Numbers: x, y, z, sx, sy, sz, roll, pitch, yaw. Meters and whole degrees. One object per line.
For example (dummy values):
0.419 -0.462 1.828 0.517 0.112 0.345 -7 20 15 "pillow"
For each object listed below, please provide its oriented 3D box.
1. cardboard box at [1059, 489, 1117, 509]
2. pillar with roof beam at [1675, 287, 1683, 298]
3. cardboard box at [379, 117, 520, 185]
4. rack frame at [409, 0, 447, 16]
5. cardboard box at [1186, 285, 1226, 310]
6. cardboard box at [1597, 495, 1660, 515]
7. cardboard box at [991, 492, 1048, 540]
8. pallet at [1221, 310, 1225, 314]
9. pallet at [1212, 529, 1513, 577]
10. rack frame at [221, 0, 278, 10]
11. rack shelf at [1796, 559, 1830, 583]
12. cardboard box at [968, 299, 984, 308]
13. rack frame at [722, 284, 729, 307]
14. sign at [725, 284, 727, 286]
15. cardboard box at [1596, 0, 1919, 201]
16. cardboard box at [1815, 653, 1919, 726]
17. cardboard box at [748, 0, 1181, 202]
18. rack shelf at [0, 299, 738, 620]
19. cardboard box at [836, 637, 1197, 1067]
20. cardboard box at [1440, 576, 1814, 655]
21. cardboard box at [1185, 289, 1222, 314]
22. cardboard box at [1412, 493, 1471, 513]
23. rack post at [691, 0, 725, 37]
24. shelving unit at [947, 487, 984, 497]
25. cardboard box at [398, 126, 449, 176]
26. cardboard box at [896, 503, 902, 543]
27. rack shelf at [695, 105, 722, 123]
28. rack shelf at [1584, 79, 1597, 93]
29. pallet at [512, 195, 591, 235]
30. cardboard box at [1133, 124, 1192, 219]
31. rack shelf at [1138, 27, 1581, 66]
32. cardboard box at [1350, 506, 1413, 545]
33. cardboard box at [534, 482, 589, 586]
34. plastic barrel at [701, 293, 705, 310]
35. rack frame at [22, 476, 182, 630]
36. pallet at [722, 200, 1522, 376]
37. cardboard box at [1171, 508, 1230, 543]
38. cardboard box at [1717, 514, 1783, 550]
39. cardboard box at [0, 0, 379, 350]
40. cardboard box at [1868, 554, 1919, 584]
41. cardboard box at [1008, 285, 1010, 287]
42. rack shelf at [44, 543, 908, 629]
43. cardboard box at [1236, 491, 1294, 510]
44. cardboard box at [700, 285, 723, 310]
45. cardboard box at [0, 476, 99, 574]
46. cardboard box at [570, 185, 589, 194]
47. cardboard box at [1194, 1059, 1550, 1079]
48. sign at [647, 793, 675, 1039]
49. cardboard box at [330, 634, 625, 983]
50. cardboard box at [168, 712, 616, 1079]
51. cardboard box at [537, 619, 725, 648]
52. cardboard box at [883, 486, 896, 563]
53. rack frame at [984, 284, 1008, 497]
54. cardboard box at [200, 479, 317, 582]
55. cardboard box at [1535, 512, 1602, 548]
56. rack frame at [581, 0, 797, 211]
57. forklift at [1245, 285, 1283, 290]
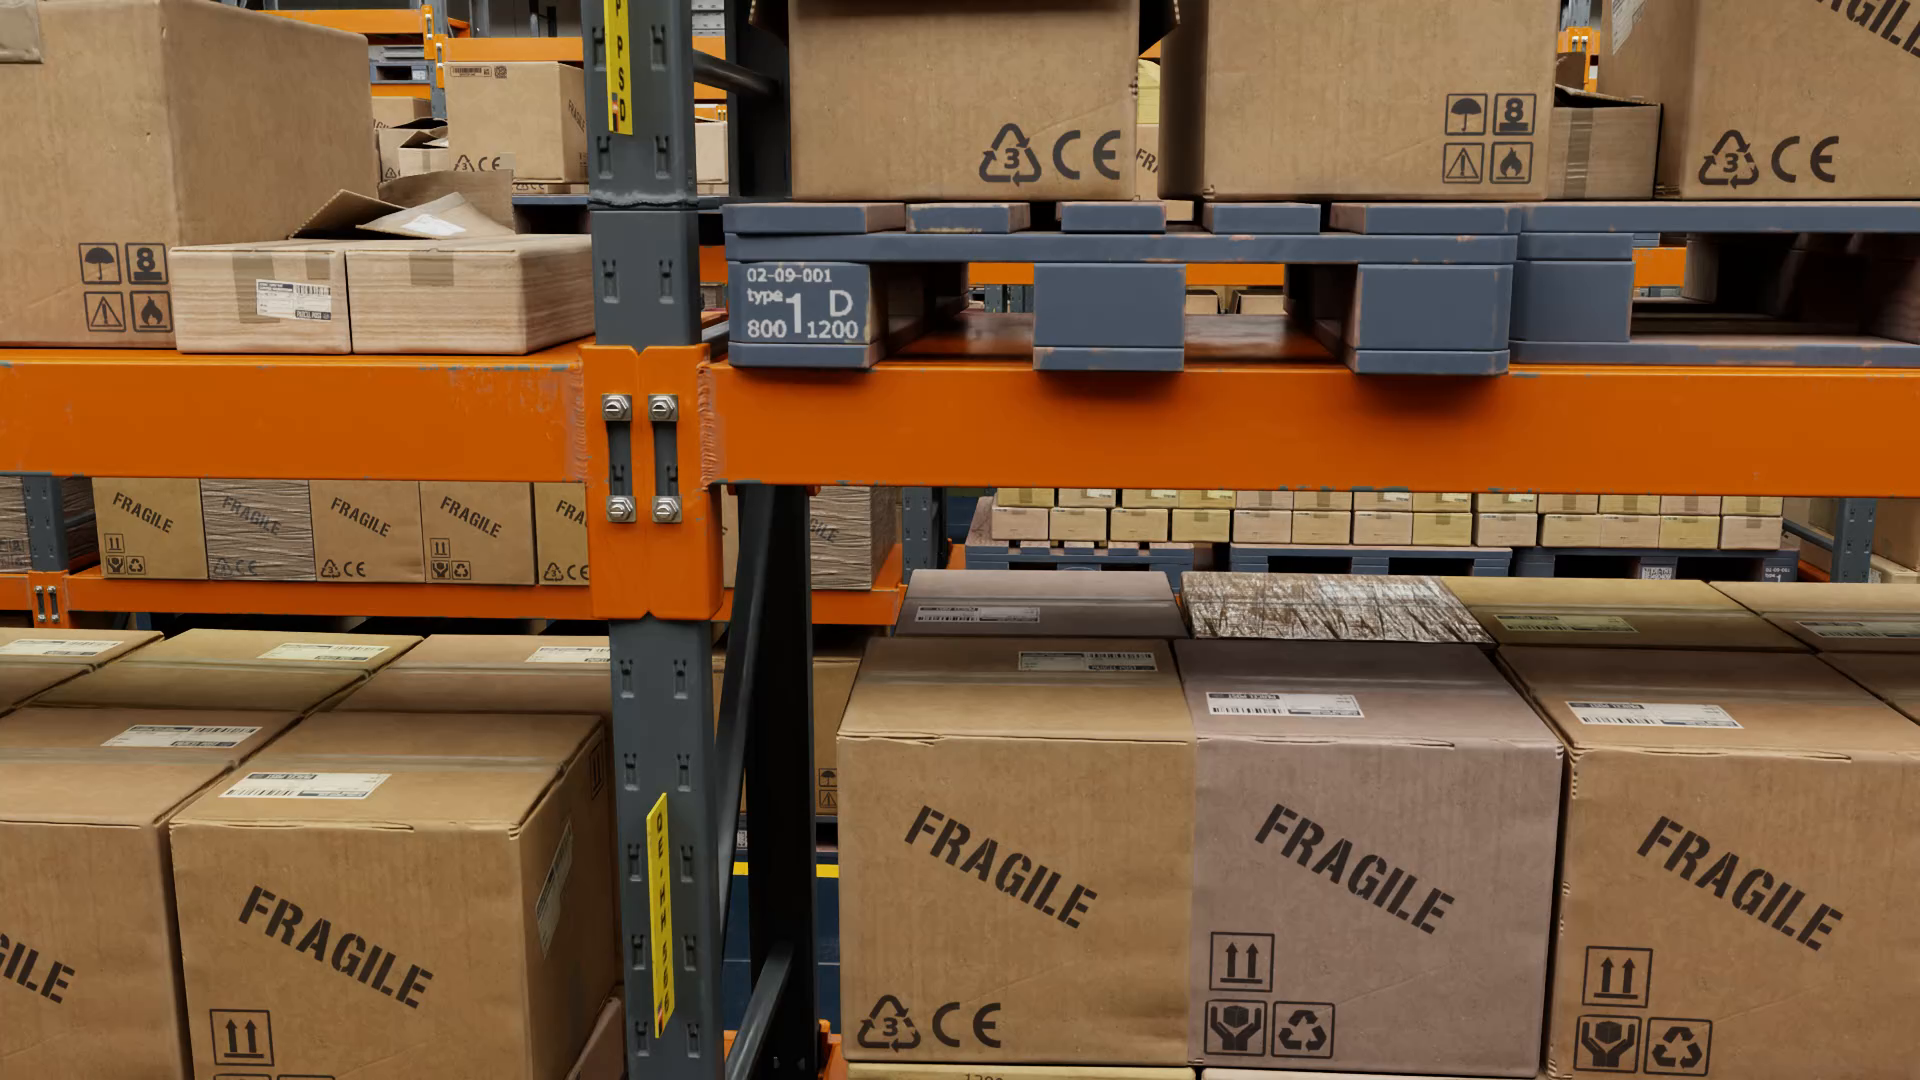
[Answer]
0.581 -0.251 7.505 0.250 0.149 0.380 1 12 6 "cardboard box"
11.713 -6.209 22.473 0.400 9.000 9.100 1 12 4 "pillar with roof beam"
-2.386 -1.829 7.807 0.500 0.311 0.500 0 12 2 "cardboard box"
-7.043 -6.156 22.217 0.127 3.000 1.000 1 12 4 "rack frame"
3.164 -3.321 22.048 0.500 0.500 0.700 -2 12 -11 "cardboard box"
2.912 -0.220 7.355 0.250 0.149 0.380 1 12 6 "cardboard box"
0.275 -0.109 7.552 0.250 0.149 0.380 1 12 3 "cardboard box"
2.880 -2.990 22.205 1.213 0.211 1.003 1 12 4 "pallet"
1.819 0.039 7.726 1.213 0.211 1.003 1 12 4 "pallet"
-7.377 -5.144 17.380 0.127 3.000 1.000 1 12 4 "rack frame"
5.828 0.360 7.477 4.000 0.370 1.077 1 12 4 "rack shelf"
0.060 -3.118 22.565 0.500 0.311 0.500 1 12 3 "cardboard box"
-3.052 -3.164 22.570 0.127 3.000 1.000 1 12 4 "rack frame"
-3.087 -3.514 21.931 0.005 0.325 0.100 1 12 4 "sign"
1.390 -0.819 2.763 0.500 0.500 0.500 1 12 4 "cardboard box"
1.601 0.480 2.463 0.500 0.500 0.500 1 12 5 "cardboard box"
-0.002 -0.811 2.717 0.637 0.503 0.797 0 12 0 "cardboard box"
-2.384 -0.205 2.853 4.000 0.370 1.077 1 12 4 "rack shelf"
0.087 0.457 2.571 0.500 0.500 0.500 0 12 2 "cardboard box"
1.153 0.367 3.000 0.500 0.500 0.500 1 12 4 "cardboard box"
1.652 -1.603 12.412 0.637 0.503 0.797 1 12 5 "cardboard box"
2.107 -0.230 7.403 0.250 0.149 0.380 1 12 4 "cardboard box"
-1.416 -5.177 17.053 3.121 1.000 1.013 1 12 4 "rack post"
-0.007 -0.734 14.615 0.755 1.500 0.431 1 12 4 "shelving unit"
-2.297 -1.717 7.382 0.258 0.266 0.396 1 12 4 "cardboard box"
-0.396 -0.083 12.869 0.500 0.500 0.700 0 12 1 "cardboard box"
-5.047 -5.580 22.201 4.000 0.370 1.077 1 12 4 "rack shelf"
6.591 -4.404 16.579 4.000 0.370 1.077 1 12 4 "rack shelf"
-1.920 -1.463 7.569 1.213 0.211 1.003 1 12 6 "pallet"
0.893 -1.524 7.156 0.500 0.500 0.500 1 12 4 "cardboard box"
2.269 -3.447 12.003 4.000 0.370 1.077 1 12 4 "rack shelf"
1.857 -0.088 7.449 0.250 0.149 0.380 0 12 2 "cardboard box"
-1.622 -0.088 7.620 0.500 0.500 0.500 1 12 3 "cardboard box"
-3.021 -2.331 17.360 0.708 0.901 0.600 1 12 4 "plastic barrel"
-4.149 -0.129 8.058 0.127 3.000 1.000 1 12 4 "rack frame"
0.258 -0.439 2.677 1.003 0.211 1.213 1 12 6 "pallet"
1.081 -0.099 7.501 0.250 0.149 0.380 1 12 6 "cardboard box"
3.423 -0.067 7.350 0.250 0.149 0.380 1 12 2 "cardboard box"
-1.333 -0.594 2.710 0.500 0.500 0.700 1 12 4 "cardboard box"
4.093 0.174 7.222 0.250 0.149 0.380 1 12 6 "cardboard box"
0.797 -4.390 27.112 0.500 0.500 0.700 -1 12 -3 "cardboard box"
-2.154 0.251 8.001 4.000 0.370 1.077 1 12 4 "rack shelf"
1.348 -0.241 7.457 0.250 0.149 0.380 1 12 4 "cardboard box"
-3.495 -3.218 22.582 0.500 0.500 0.700 0 12 2 "cardboard box"
-4.518 -0.205 8.055 0.550 0.550 0.875 1 12 4 "cardboard box"
-2.773 -2.756 12.595 0.258 0.266 0.396 1 12 6 "cardboard box"
0.616 0.832 2.610 0.500 0.250 0.500 1 12 5 "cardboard box"
-0.415 0.522 2.314 0.005 0.325 0.100 1 12 4 "sign"
-0.822 0.485 3.127 0.500 0.500 0.500 0 12 2 "cardboard box"
-0.860 0.589 2.630 0.500 0.500 0.500 0 12 2 "cardboard box"
-1.633 0.784 8.165 0.750 0.750 1.050 1 12 5 "cardboard box"
-0.588 -0.184 8.079 0.500 0.500 0.500 1 12 4 "cardboard box"
0.274 -1.086 12.634 0.127 3.000 1.000 1 12 4 "rack frame"
-3.139 -0.109 7.718 0.500 0.500 0.500 1 12 4 "cardboard box"
2.665 -0.078 7.401 0.250 0.149 0.380 0 12 1 "cardboard box"
-0.388 -1.998 2.341 0.127 3.000 1.000 1 12 4 "rack frame"
3.166 -1.393 14.269 3.031 2.935 1.130 1 12 5 "forklift"
